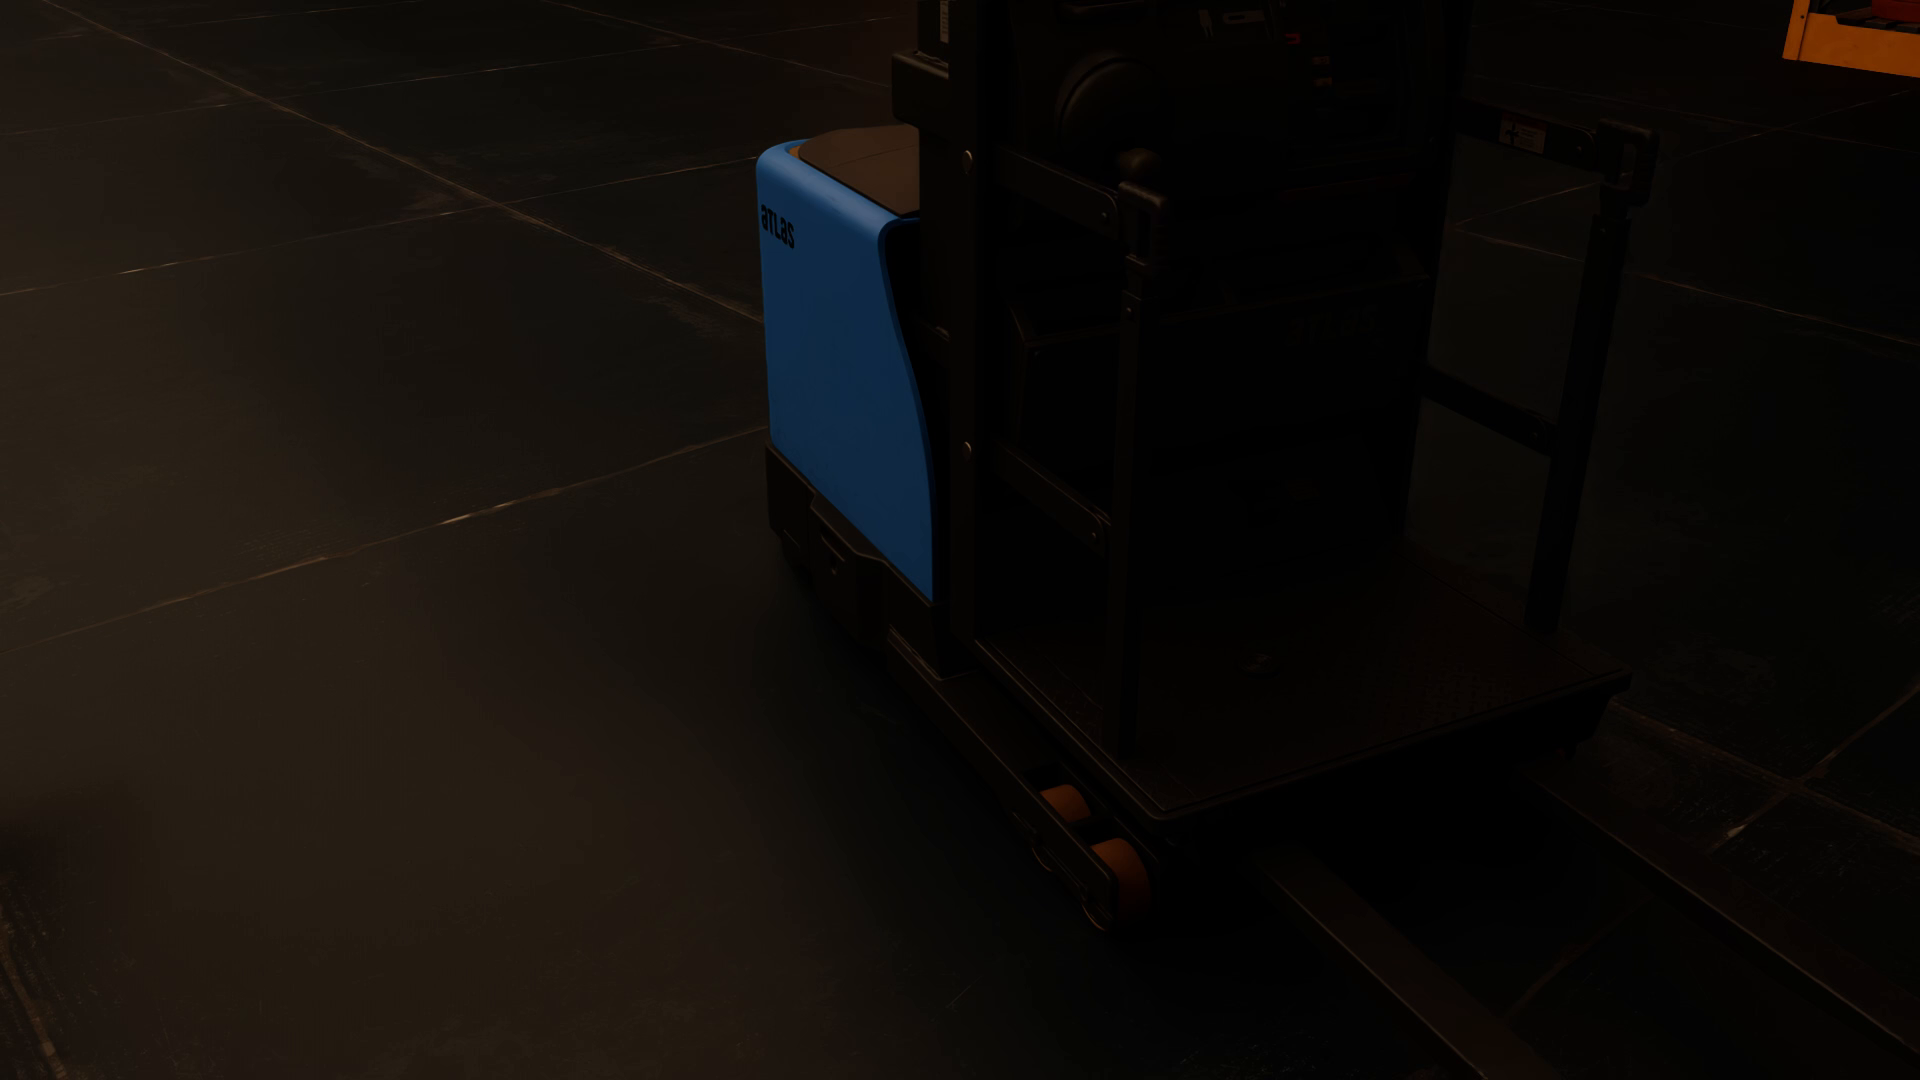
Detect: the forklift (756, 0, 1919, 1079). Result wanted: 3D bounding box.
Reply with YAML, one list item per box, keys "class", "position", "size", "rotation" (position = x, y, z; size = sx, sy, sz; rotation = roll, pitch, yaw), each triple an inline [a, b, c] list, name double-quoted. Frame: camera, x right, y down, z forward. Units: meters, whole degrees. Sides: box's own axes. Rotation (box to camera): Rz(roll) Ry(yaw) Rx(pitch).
- class: "forklift"
  position: [0.601, -0.821, 2.859]
  size: [1.130, 2.935, 3.031]
  rotation: [-13, 29, -24]
